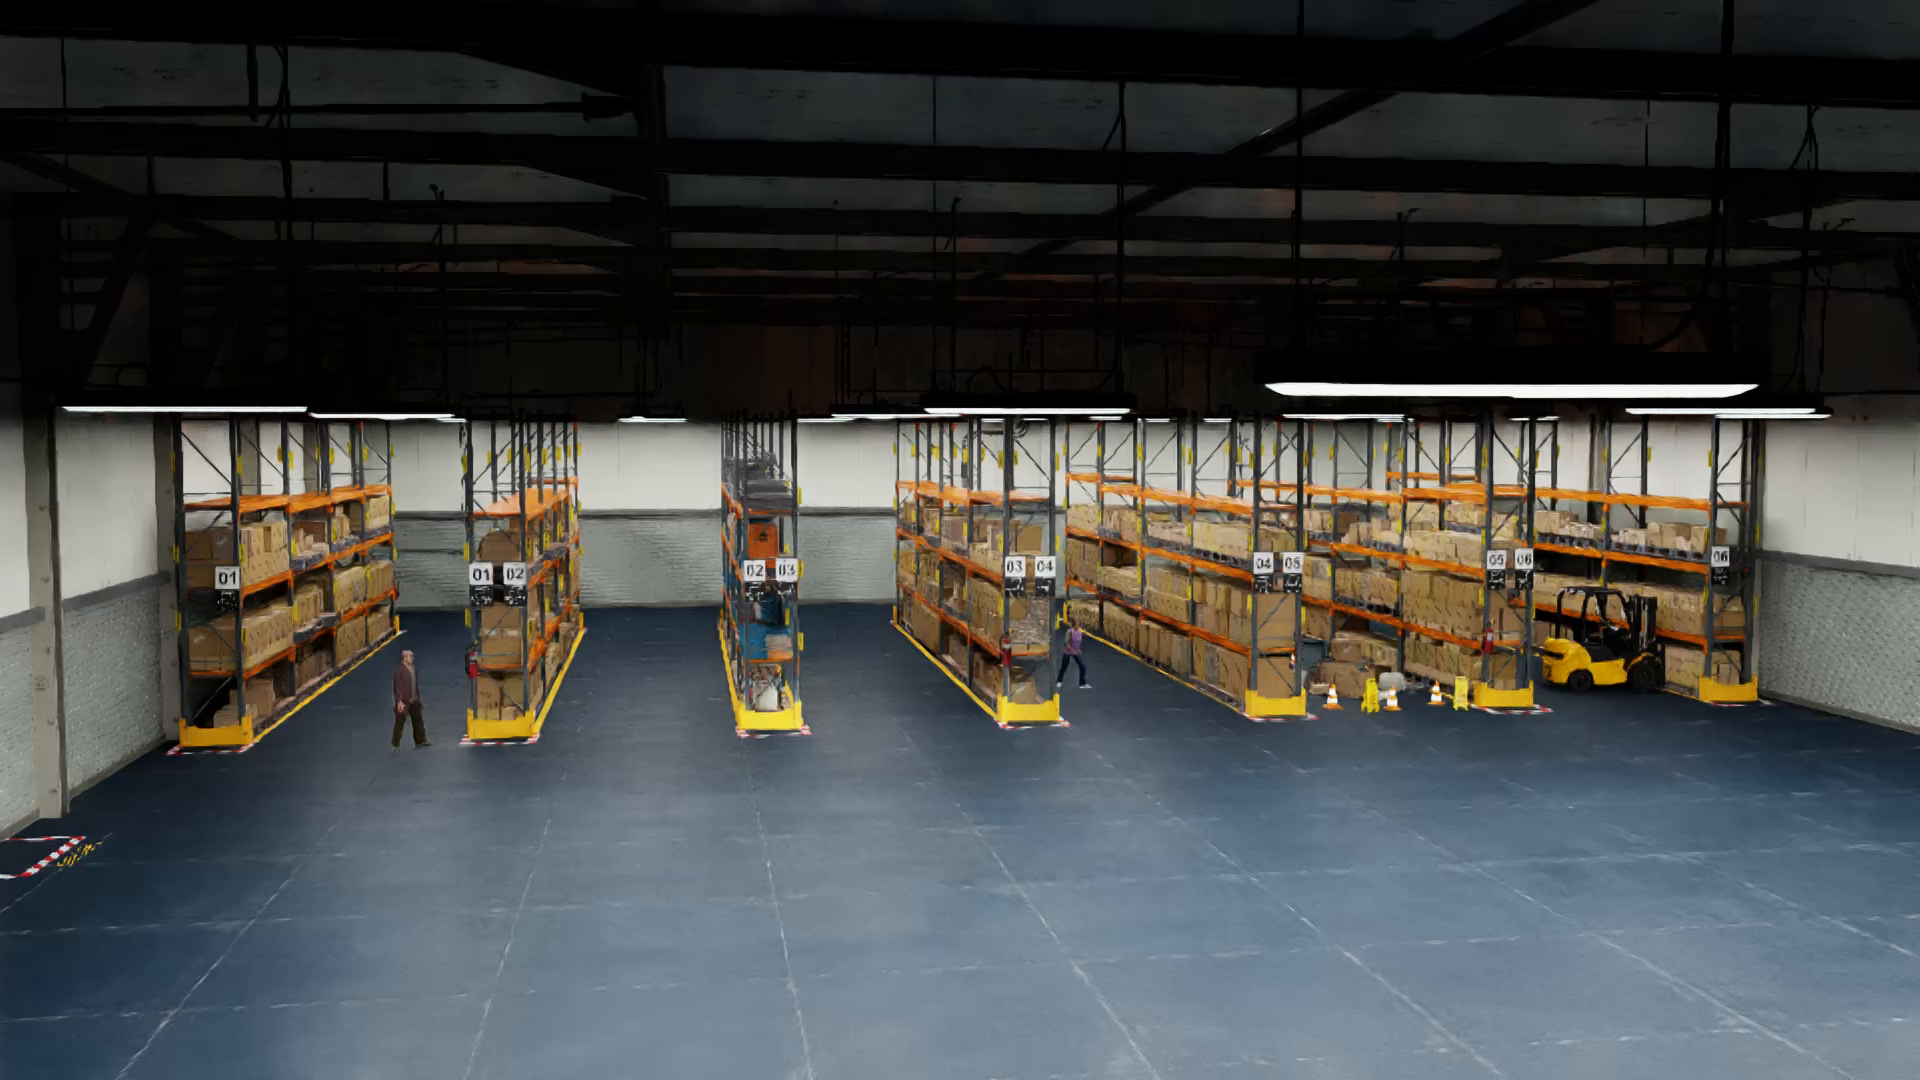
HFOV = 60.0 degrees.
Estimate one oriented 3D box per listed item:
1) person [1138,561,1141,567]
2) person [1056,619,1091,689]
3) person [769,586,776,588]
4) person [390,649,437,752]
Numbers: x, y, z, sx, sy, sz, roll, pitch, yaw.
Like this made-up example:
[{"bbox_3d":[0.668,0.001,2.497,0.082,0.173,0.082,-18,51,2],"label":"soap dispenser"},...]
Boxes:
[{"bbox_3d":[5.213,1.473,47.992,0.400,1.768,0.660,-2,5,-31],"label":"person"},{"bbox_3d":[2.428,2.439,35.967,0.562,1.527,0.782,-2,4,-27],"label":"person"},{"bbox_3d":[-5.606,1.468,49.352,0.591,1.634,0.687,-1,4,-18],"label":"person"},{"bbox_3d":[-9.637,2.790,29.092,0.574,1.773,0.766,2,4,24],"label":"person"}]
